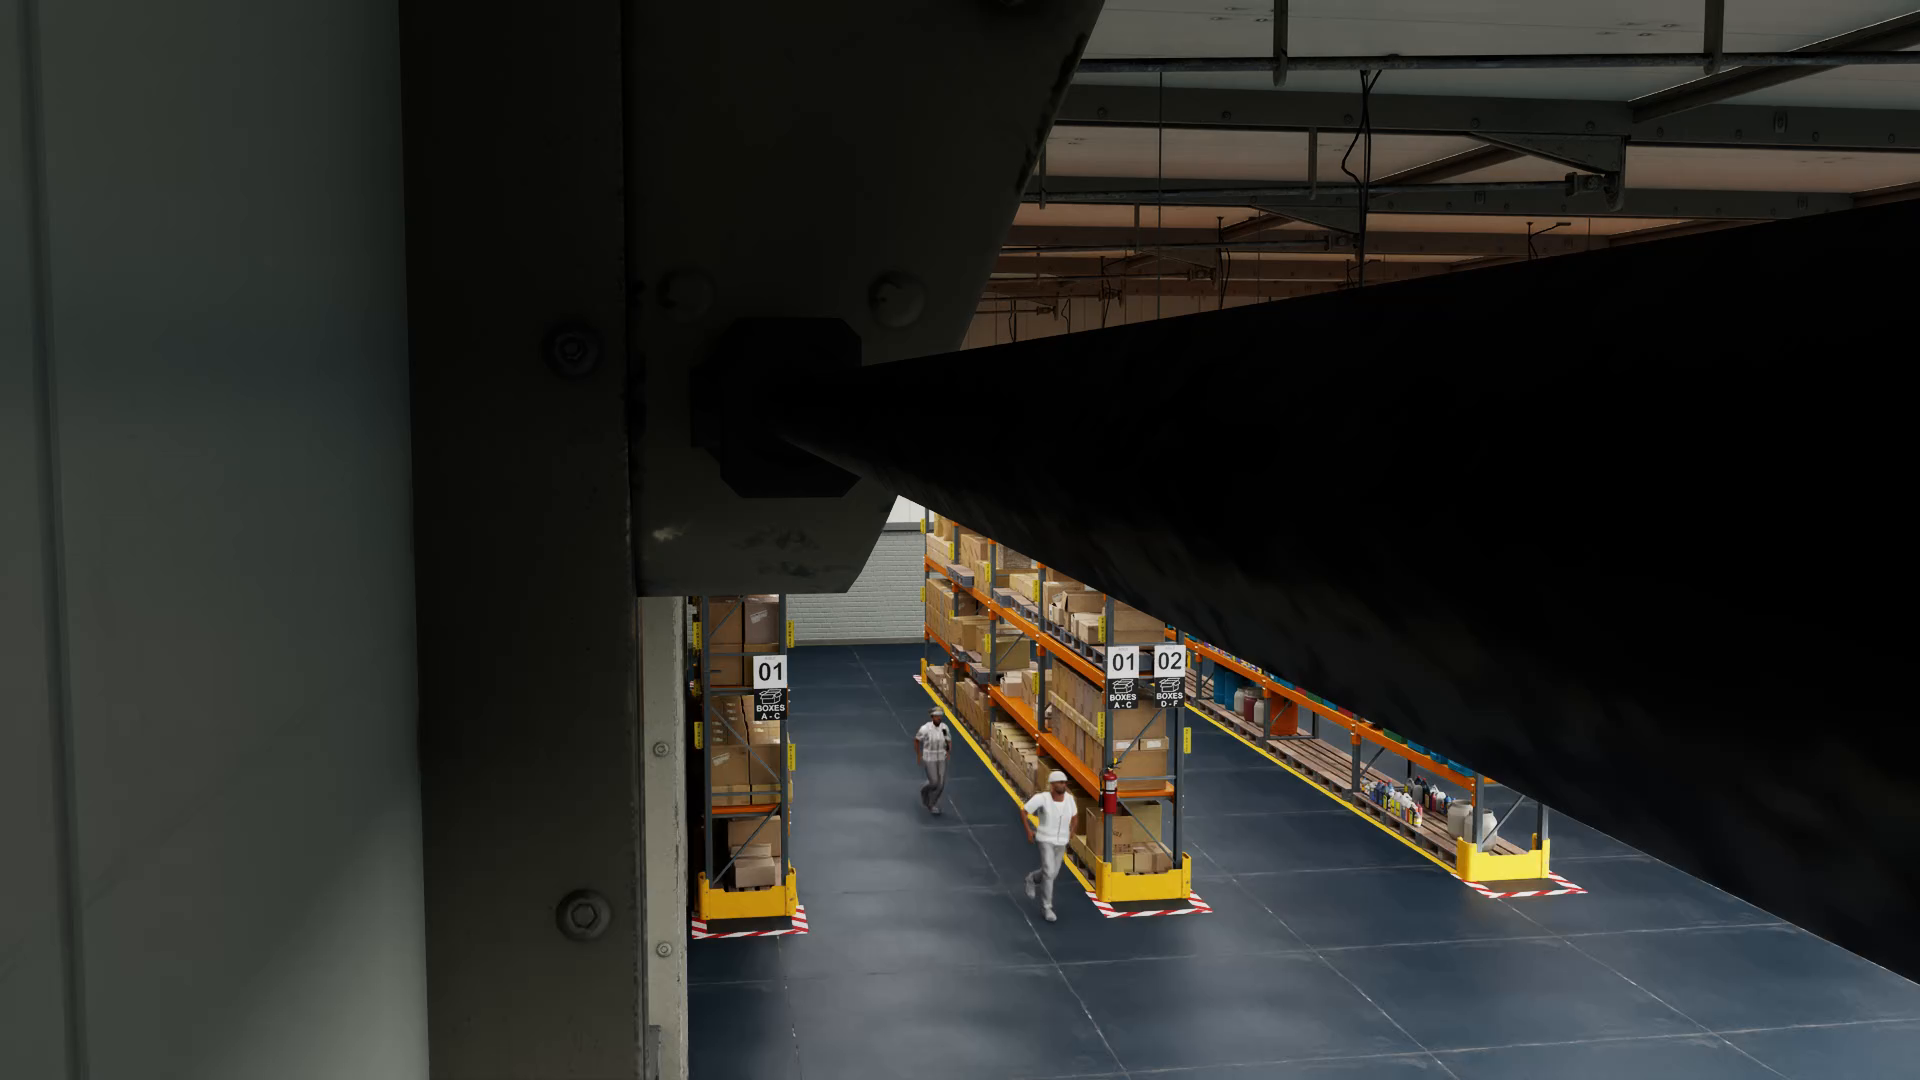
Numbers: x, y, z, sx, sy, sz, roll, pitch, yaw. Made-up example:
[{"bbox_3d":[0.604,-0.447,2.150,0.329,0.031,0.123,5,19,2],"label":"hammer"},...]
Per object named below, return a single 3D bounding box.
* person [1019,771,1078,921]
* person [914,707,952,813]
[{"bbox_3d":[1.122,3.679,20.331,0.754,1.738,0.881,-2,6,-26],"label":"person"},{"bbox_3d":[-0.366,3.312,25.024,0.558,1.646,0.589,-2,5,-23],"label":"person"}]
